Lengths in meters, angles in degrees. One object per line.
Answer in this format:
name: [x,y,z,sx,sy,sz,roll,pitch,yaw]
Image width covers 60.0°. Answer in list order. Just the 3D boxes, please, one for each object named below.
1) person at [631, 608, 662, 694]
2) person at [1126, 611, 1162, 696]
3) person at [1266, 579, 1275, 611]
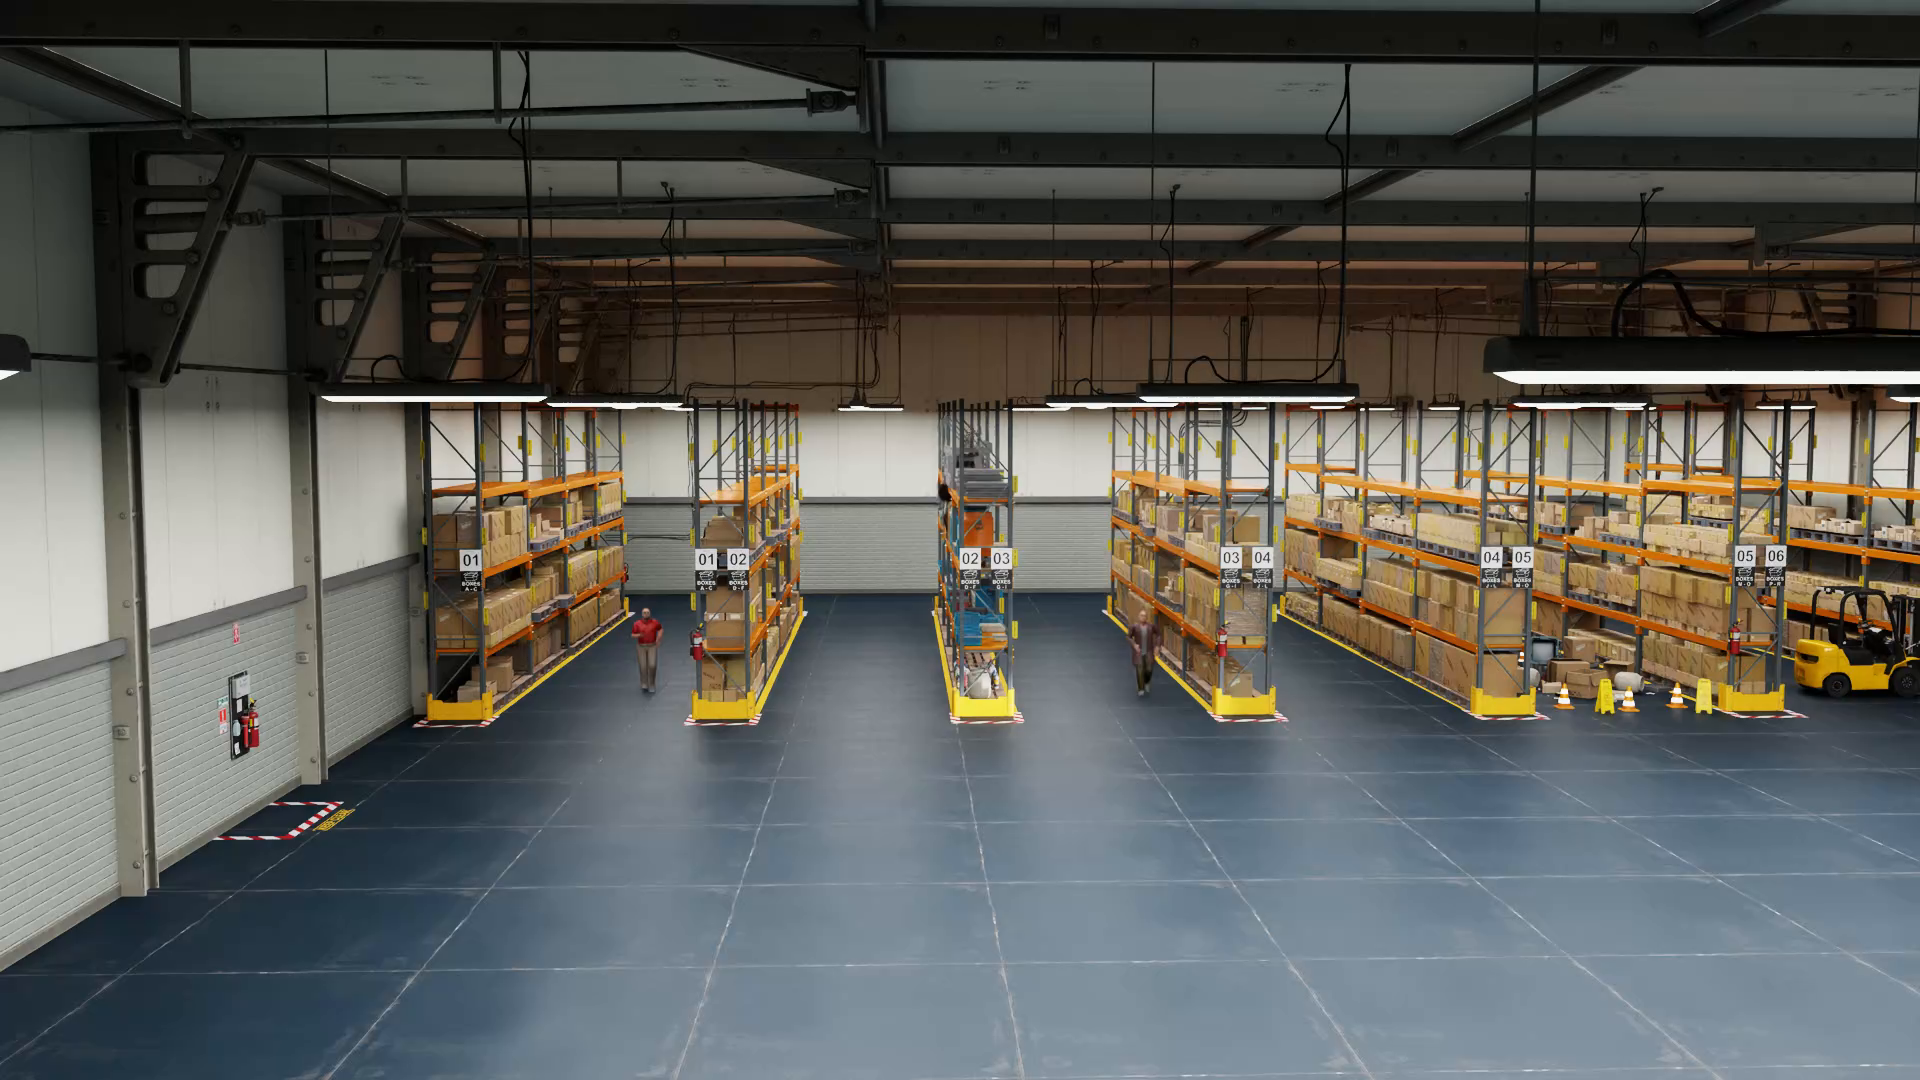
person: [-6.427,2.285,34.152,0.640,1.775,0.727,-1,4,-11]
person: [3.727,2.297,33.672,0.738,1.737,0.655,0,4,1]
person: [8.193,1.499,44.754,0.548,1.761,0.764,0,4,3]
